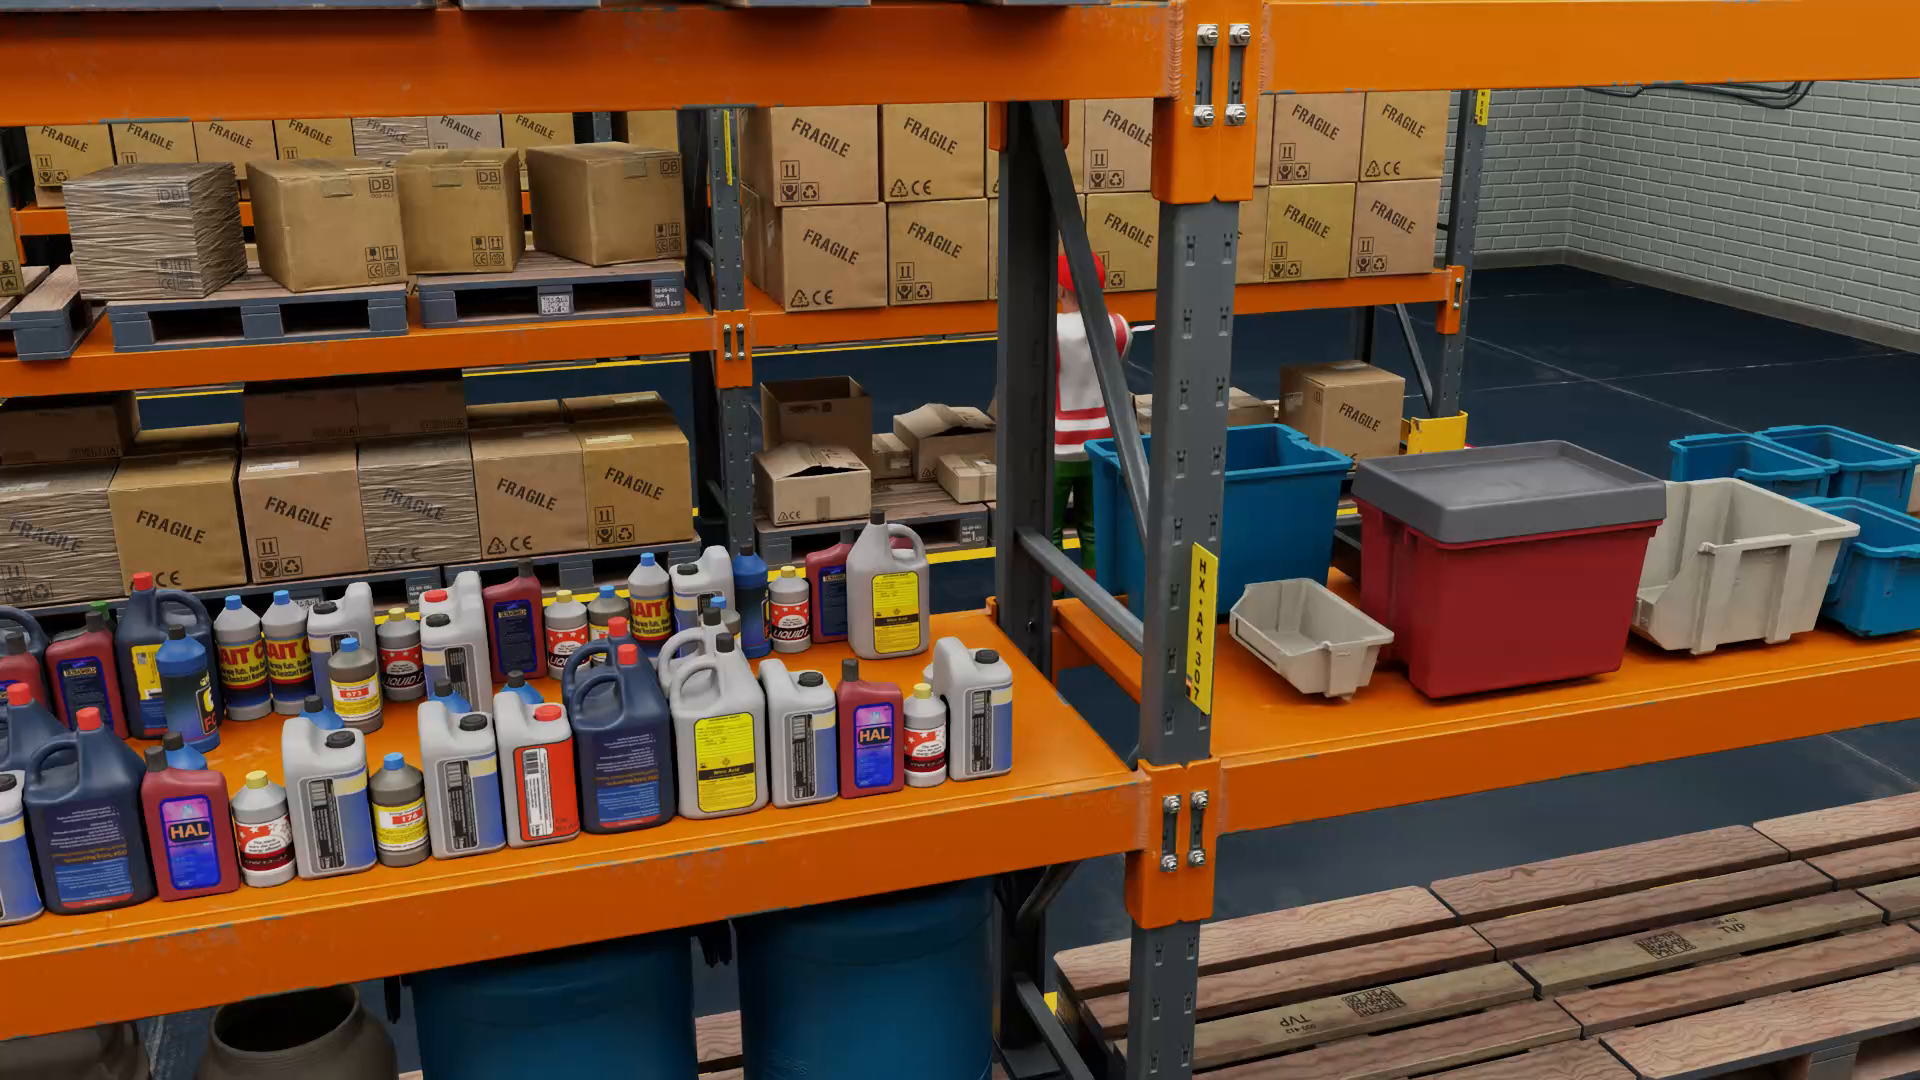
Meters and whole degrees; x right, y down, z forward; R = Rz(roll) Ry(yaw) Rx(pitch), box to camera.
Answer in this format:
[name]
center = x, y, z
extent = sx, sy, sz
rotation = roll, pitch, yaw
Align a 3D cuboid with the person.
[person]
center = 0.448, -0.410, 7.228
extent = 0.494, 1.782, 0.573
rotation = -6, 20, -17
